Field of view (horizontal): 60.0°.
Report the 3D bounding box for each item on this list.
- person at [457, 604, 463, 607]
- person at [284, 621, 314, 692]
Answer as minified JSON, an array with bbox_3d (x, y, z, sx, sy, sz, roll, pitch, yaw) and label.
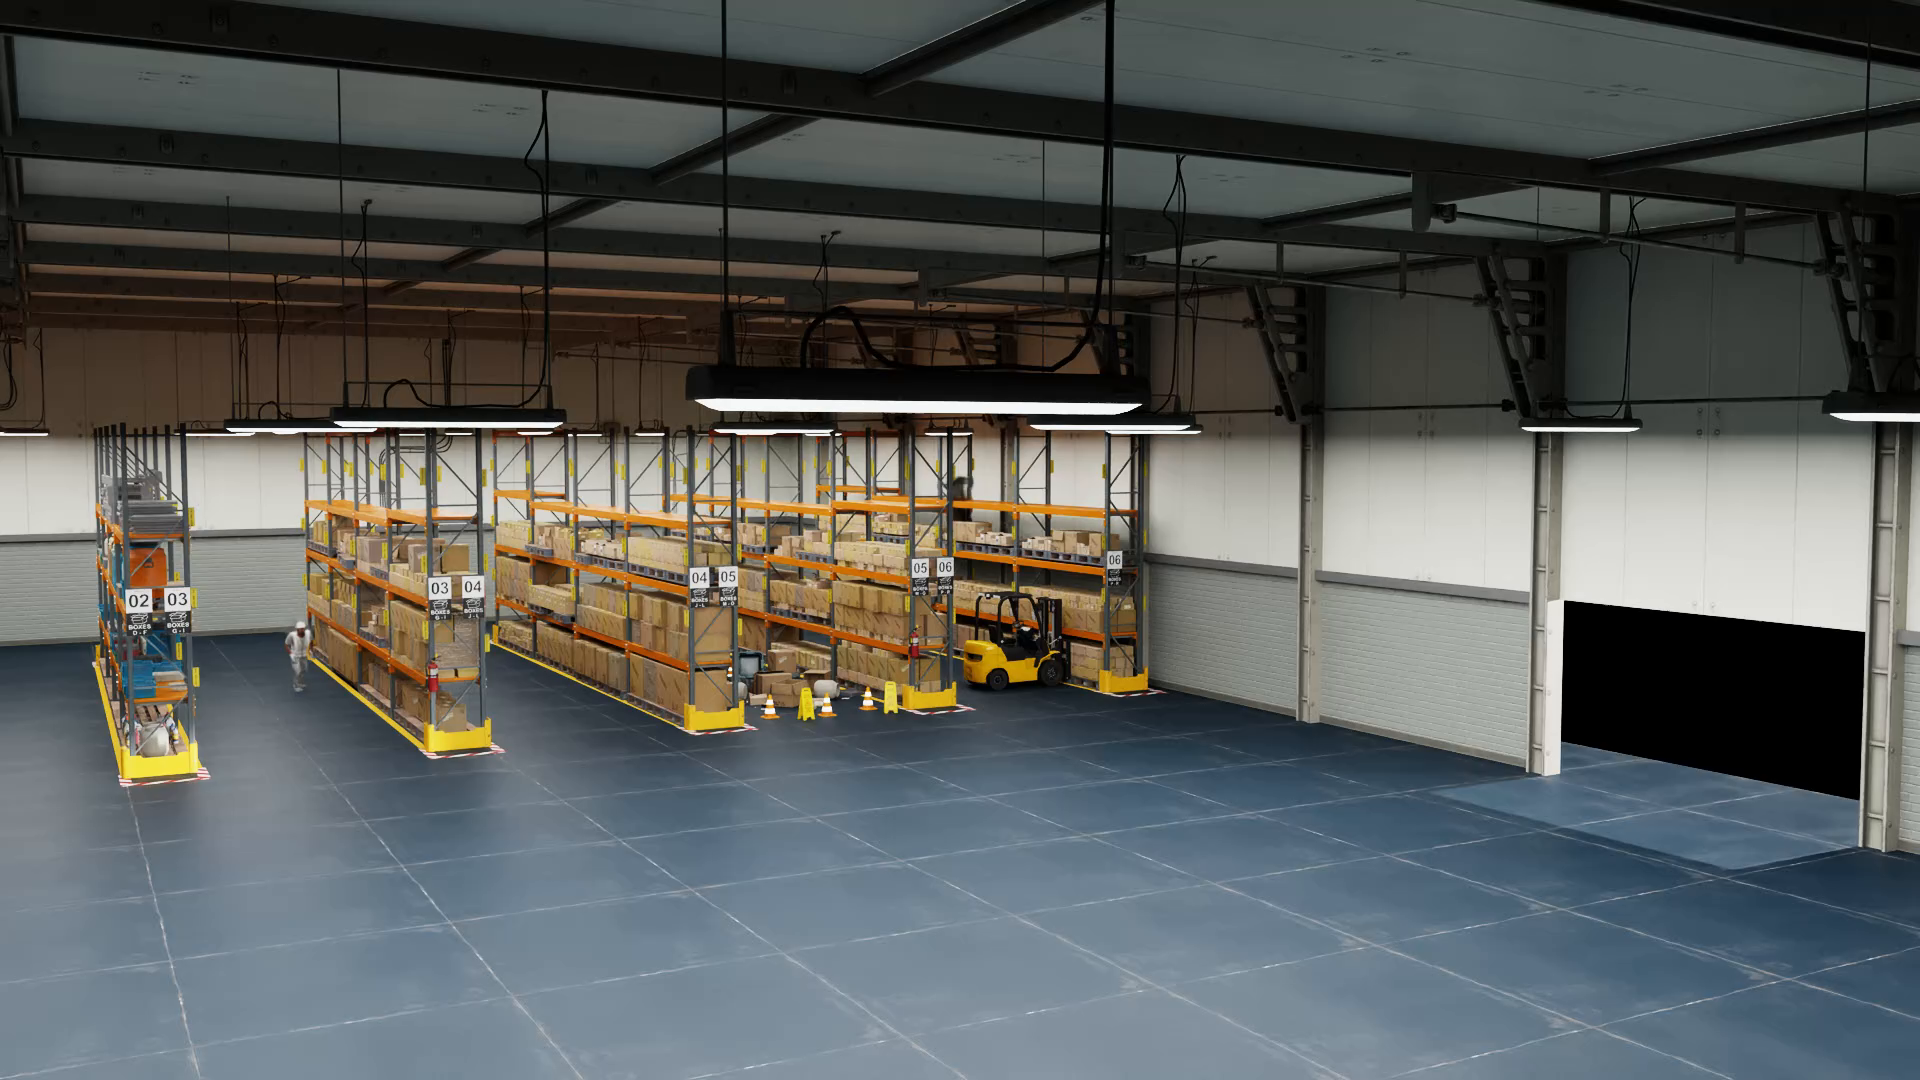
[{"bbox_3d":[-13.939,2.038,46.823,0.711,1.692,0.891,0,3,-6],"label":"person"},{"bbox_3d":[-14.983,2.628,37.672,0.914,1.639,0.707,3,4,36],"label":"person"}]
